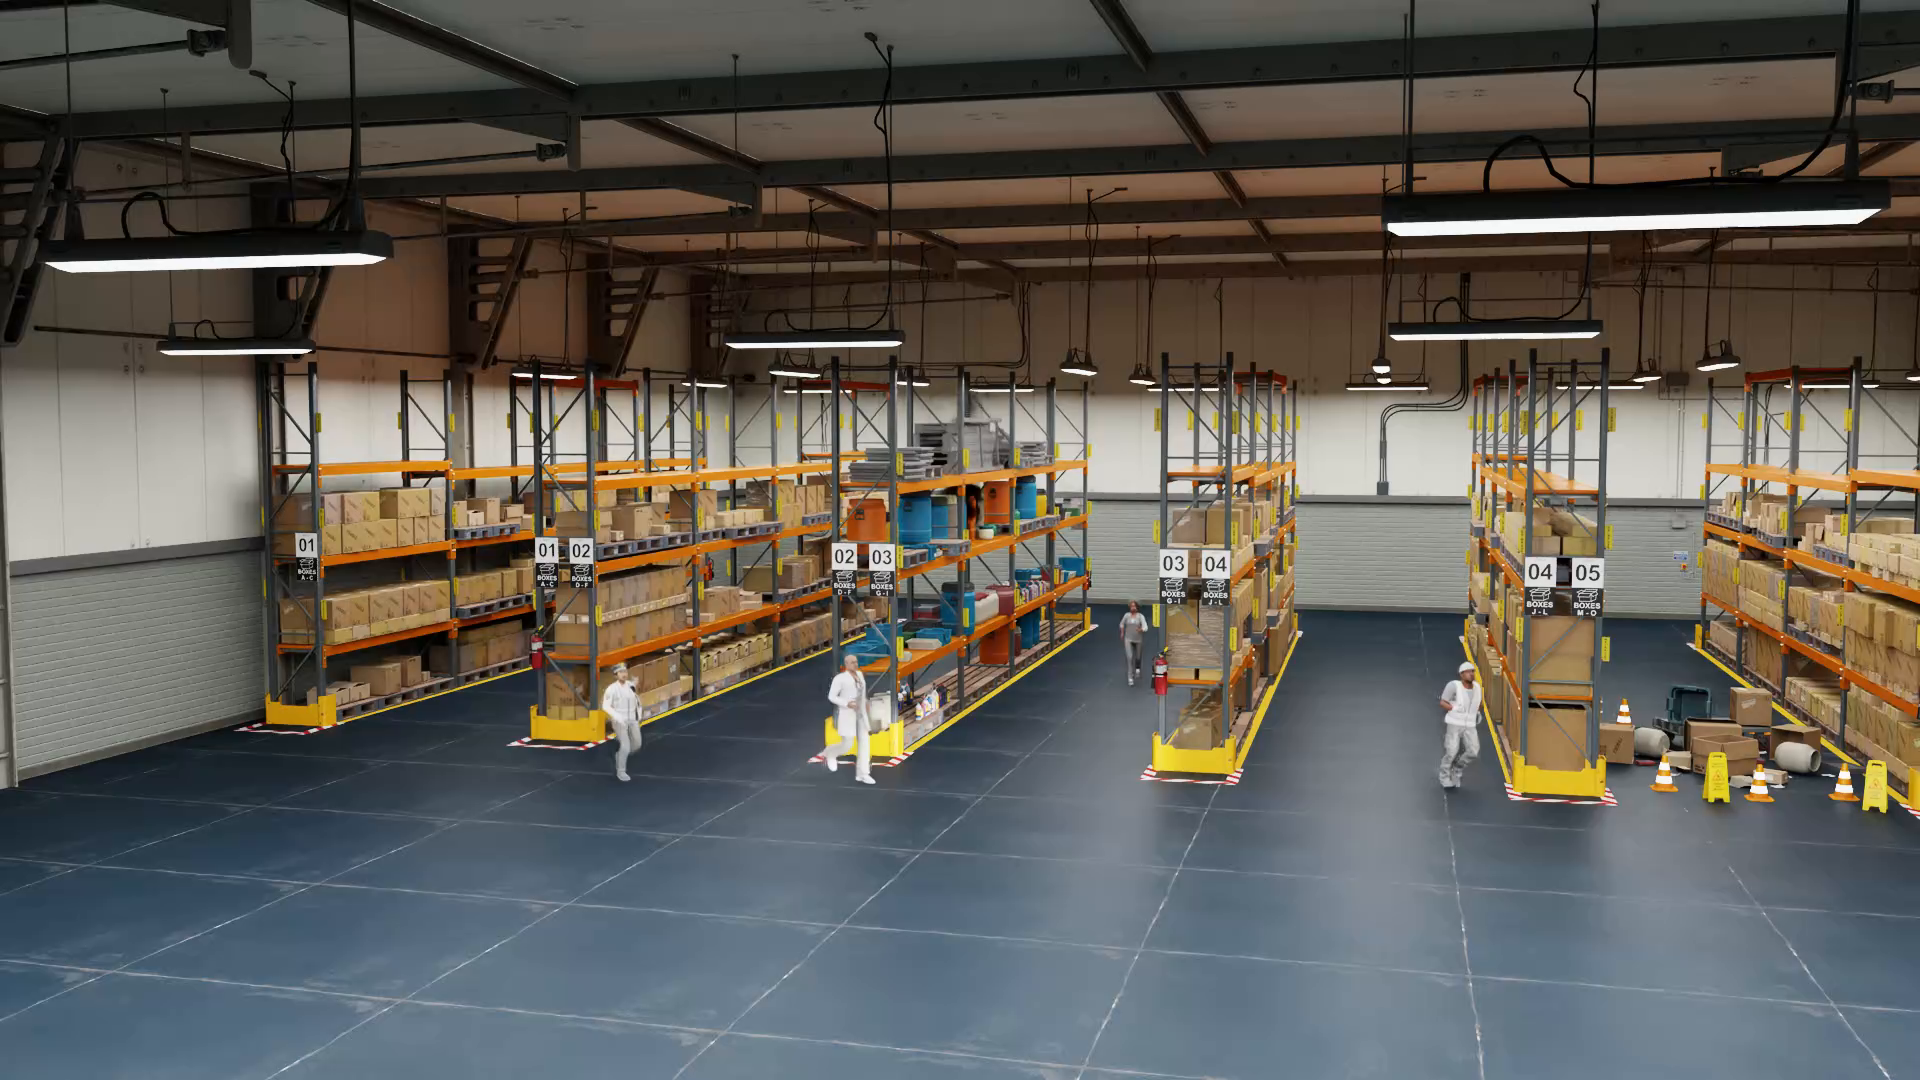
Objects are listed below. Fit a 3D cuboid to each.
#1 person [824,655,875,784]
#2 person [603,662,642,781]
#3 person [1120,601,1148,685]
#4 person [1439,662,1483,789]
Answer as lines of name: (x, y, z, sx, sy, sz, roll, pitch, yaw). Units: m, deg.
person: (-1.523, 2.480, 23.231, 0.713, 1.766, 1.009, -4, 5, -42)
person: (-4.705, 2.539, 23.350, 0.623, 1.664, 0.459, -4, 6, -43)
person: (3.333, 1.912, 31.961, 0.543, 1.506, 0.766, 1, 4, 7)
person: (6.883, 2.539, 22.639, 0.687, 1.751, 0.639, -1, 4, -8)
